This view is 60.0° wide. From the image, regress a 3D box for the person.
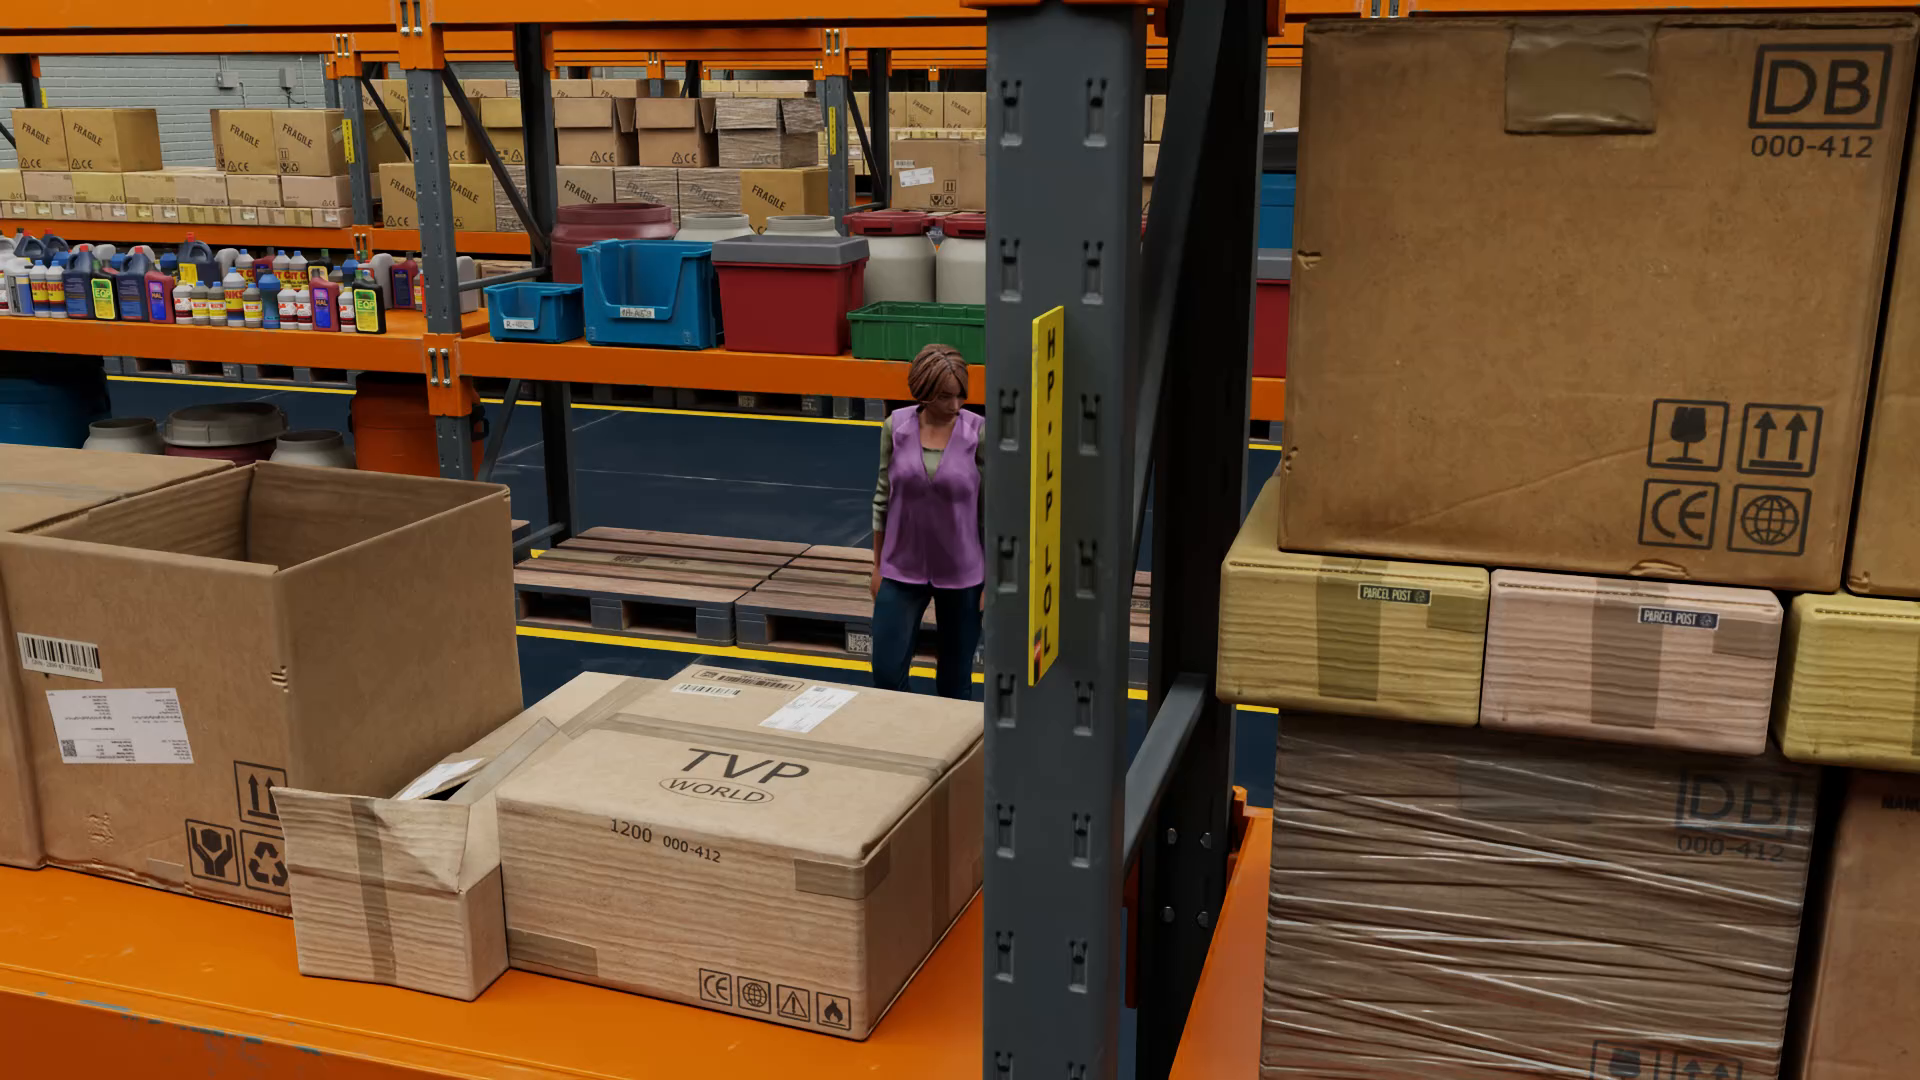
[{"bbox_3d":[-0.077,0.175,5.427,0.453,1.652,0.370,1,15,4],"label":"person"}]
